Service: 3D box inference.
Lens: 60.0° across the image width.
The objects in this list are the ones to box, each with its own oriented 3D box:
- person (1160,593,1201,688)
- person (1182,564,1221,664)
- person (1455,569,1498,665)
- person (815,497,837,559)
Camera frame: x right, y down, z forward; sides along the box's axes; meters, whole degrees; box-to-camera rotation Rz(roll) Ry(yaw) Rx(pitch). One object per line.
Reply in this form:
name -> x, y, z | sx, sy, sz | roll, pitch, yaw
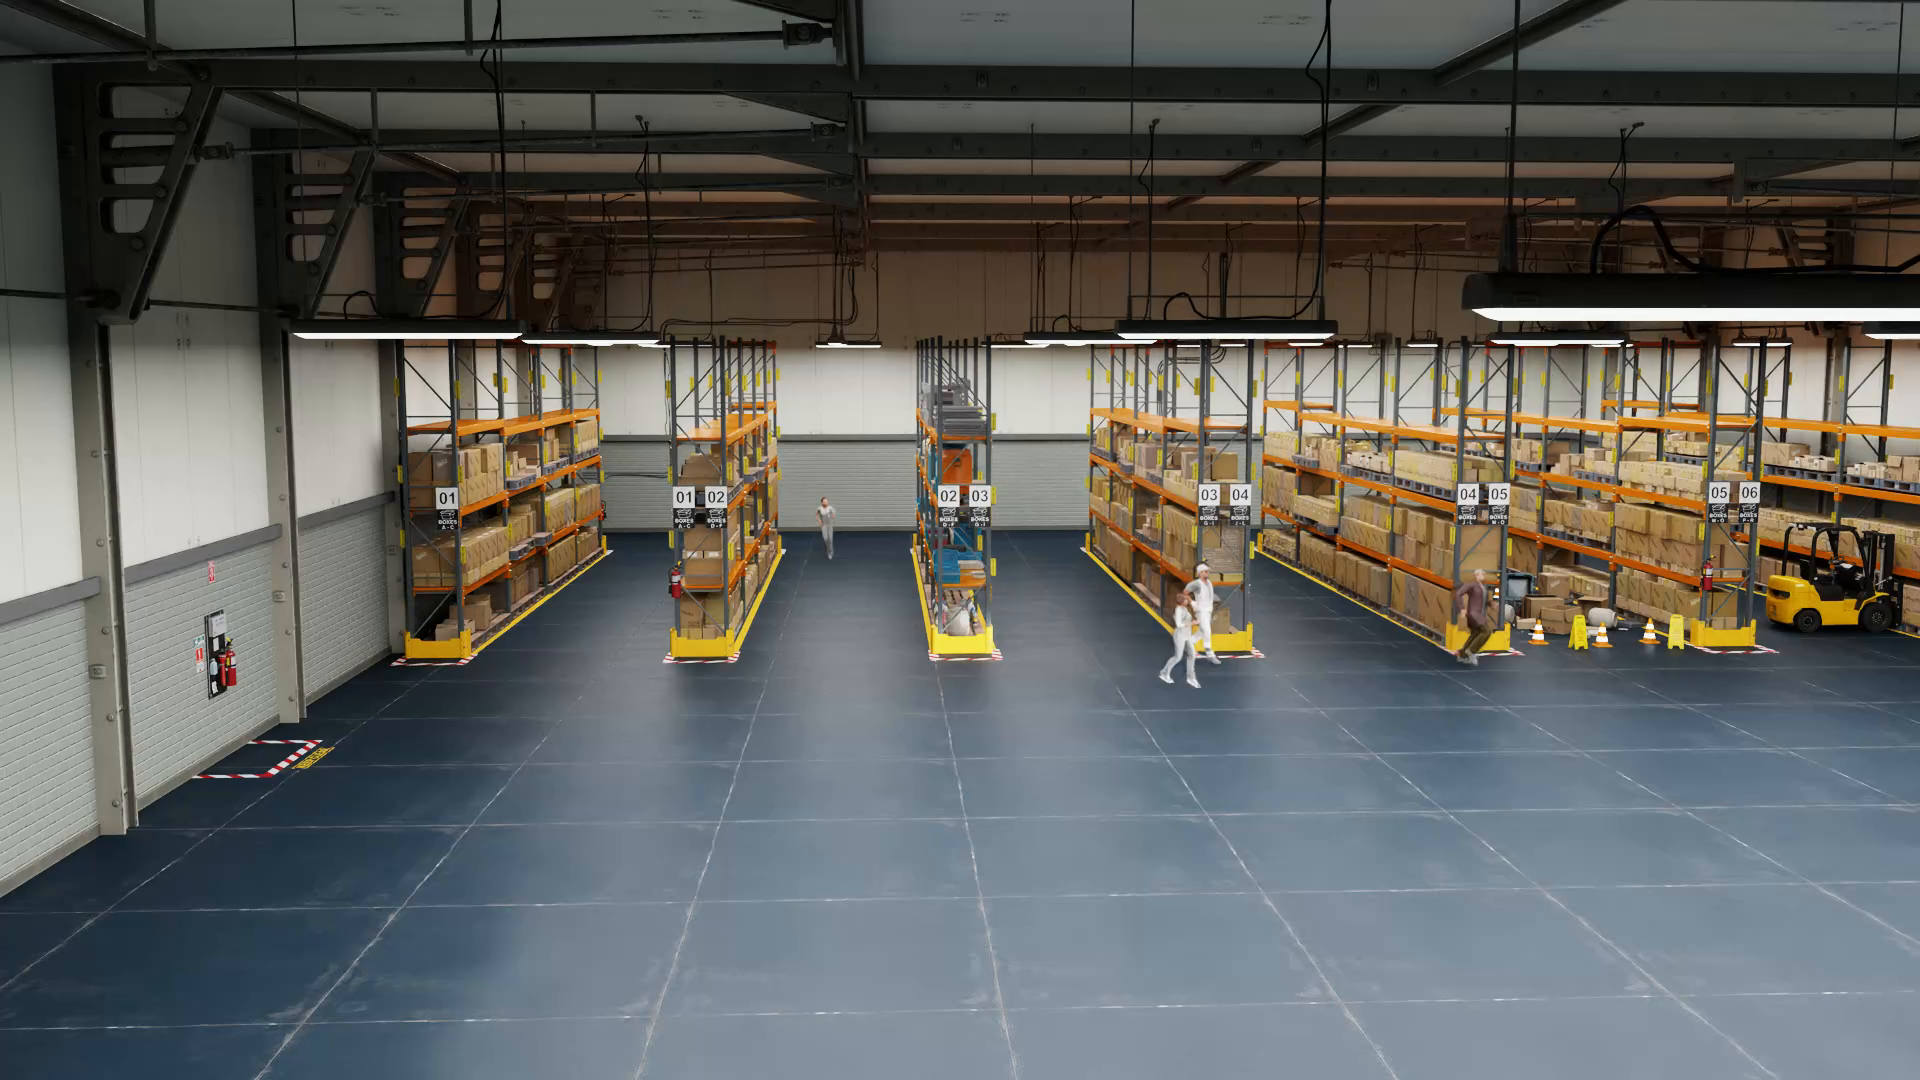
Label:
person -> 3.760, 1.704, 28.321 | 0.709, 1.634, 0.523 | 3, 7, 27
person -> 4.490, 1.338, 30.669 | 0.901, 1.790, 0.670 | 6, 9, 40
person -> 9.483, 1.400, 30.407 | 0.696, 1.745, 0.708 | -6, 9, -44
person -> -3.714, -0.340, 46.118 | 0.572, 1.714, 0.798 | -2, 7, -14
